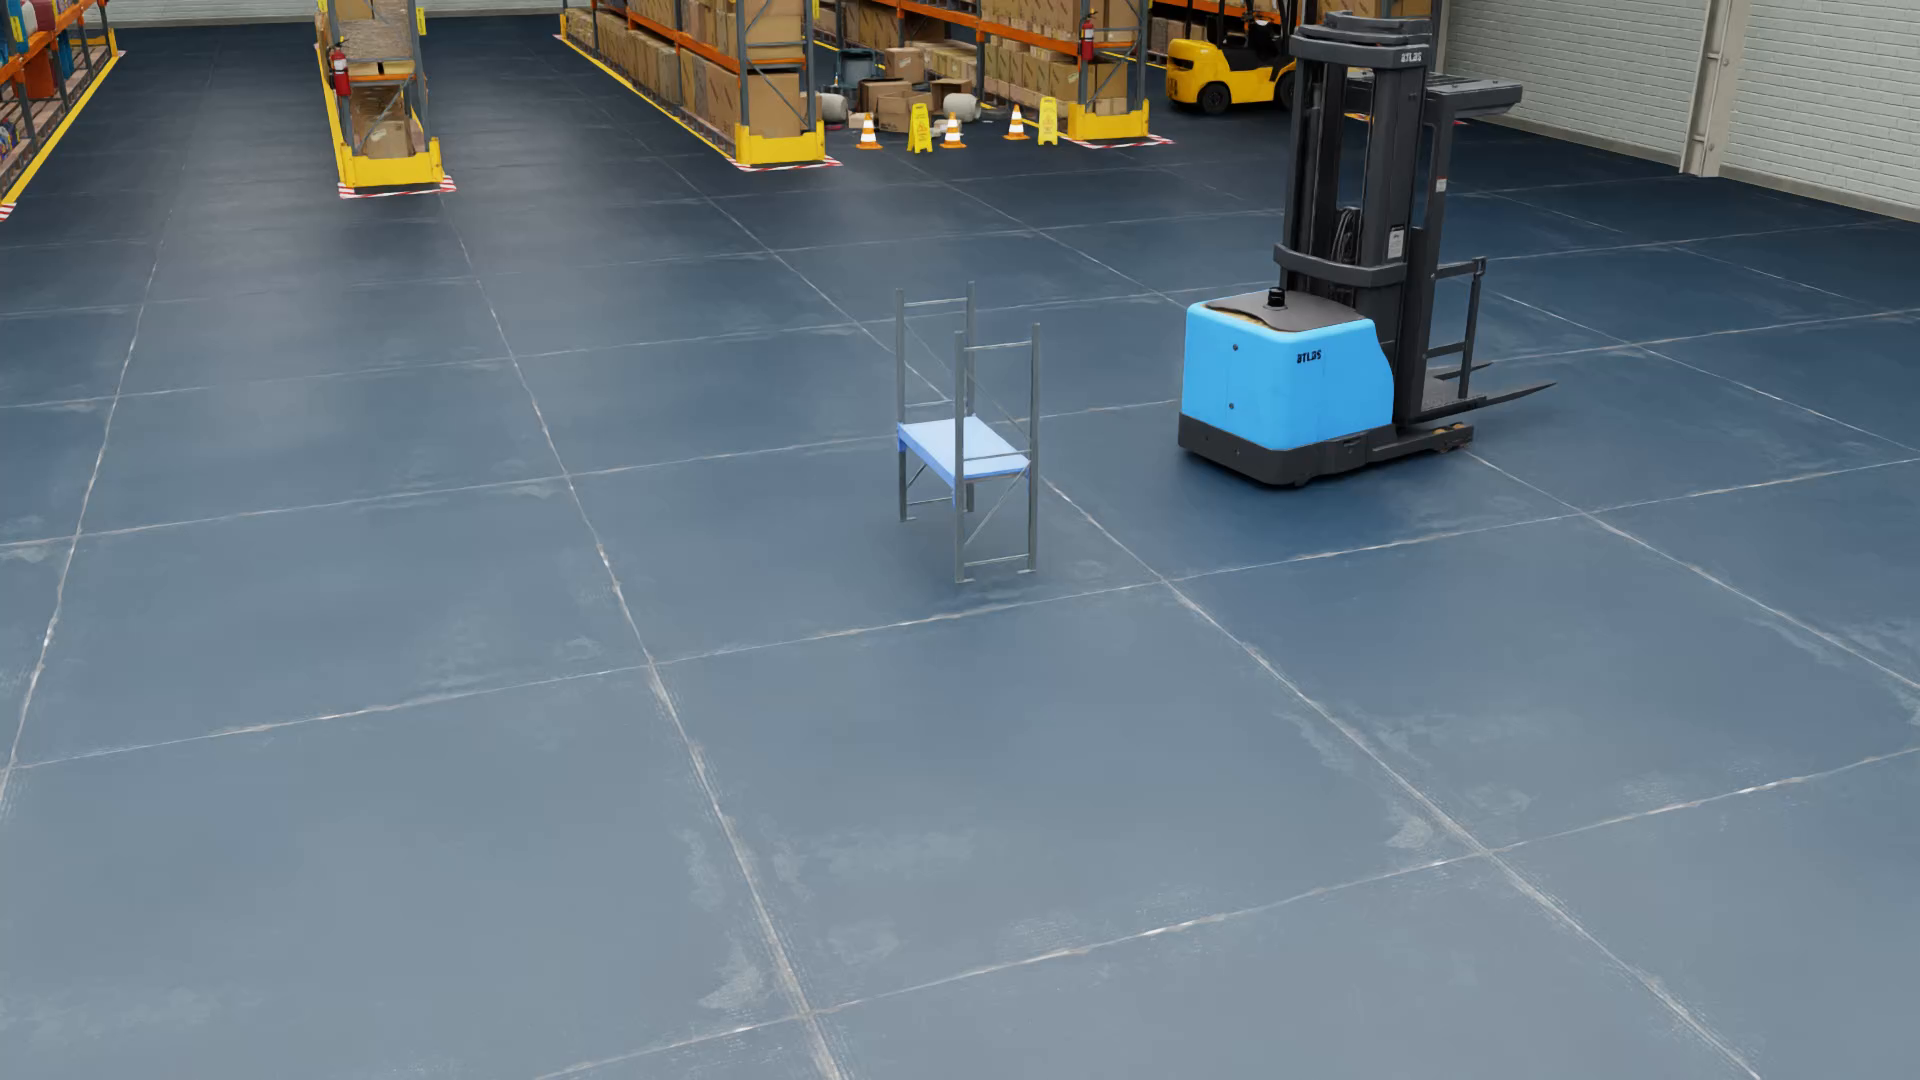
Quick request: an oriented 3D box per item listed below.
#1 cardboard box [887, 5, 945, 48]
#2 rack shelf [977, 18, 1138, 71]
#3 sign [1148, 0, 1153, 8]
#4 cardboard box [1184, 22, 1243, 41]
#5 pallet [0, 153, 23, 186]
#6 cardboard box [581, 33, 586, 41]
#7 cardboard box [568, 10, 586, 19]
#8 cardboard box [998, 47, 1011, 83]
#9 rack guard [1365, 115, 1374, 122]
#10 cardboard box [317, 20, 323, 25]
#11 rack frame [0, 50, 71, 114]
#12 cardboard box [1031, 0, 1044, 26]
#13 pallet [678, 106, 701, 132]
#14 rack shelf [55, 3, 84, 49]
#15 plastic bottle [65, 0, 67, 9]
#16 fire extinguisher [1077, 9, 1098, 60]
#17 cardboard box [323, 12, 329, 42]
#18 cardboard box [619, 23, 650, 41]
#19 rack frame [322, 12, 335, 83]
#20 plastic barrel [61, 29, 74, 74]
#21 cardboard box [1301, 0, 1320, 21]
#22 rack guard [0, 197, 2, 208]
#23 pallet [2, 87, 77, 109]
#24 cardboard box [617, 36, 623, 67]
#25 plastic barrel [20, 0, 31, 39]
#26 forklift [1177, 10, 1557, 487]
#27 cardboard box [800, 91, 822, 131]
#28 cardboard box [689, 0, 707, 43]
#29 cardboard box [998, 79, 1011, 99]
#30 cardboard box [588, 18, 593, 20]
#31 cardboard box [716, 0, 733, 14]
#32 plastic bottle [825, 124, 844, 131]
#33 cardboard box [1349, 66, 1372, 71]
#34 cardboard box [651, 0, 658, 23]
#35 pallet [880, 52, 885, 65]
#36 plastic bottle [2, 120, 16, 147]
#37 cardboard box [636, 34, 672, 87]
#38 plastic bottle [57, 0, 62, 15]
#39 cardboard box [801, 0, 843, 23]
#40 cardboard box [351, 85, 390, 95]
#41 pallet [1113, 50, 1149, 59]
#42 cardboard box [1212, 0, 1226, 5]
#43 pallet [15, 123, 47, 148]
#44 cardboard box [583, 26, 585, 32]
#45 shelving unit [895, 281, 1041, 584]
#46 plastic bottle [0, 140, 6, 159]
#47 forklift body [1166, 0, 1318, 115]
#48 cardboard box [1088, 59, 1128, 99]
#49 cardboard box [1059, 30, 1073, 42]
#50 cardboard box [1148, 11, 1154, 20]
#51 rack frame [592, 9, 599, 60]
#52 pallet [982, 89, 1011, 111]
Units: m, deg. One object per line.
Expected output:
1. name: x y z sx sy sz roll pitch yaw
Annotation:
1. cardboard box: -0.817 -9.607 31.376 0.875 0.875 0.875 -9 24 -19
2. rack shelf: 1.469 -7.618 25.390 1.077 0.370 4.000 -8 24 -19
3. sign: 2.683 -7.697 23.534 0.100 0.325 0.005 -8 24 -19
4. cardboard box: 4.676 -9.202 30.738 0.875 0.625 0.625 -9 25 -21
5. pallet: -12.509 -4.659 21.031 1.003 0.211 1.213 -8 24 -19
6. cardboard box: -7.482 -10.219 33.764 0.380 0.149 0.250 -8 24 -19
7. cardboard box: -8.025 -11.045 34.957 0.380 0.149 0.250 -8 24 -19
8. cardboard box: 0.919 -7.504 26.227 0.500 0.500 0.500 -7 24 -17
9. rack guard: 6.827 -6.745 25.609 1.175 0.500 0.348 -8 24 -19
10. cardboard box: -10.453 -8.563 28.900 1.225 0.875 0.875 -8 24 -19
11. rack frame: -14.555 -8.091 25.584 1.000 3.000 0.127 -8 24 -19
12. cardboard box: 1.380 -7.931 24.692 0.500 0.500 0.500 -8 24 -19
13. pallet: -3.637 -6.389 25.136 1.003 0.211 1.213 -8 24 -19
14. rack shelf: -15.261 -8.486 27.448 1.077 0.370 4.000 -8 24 -19
15. plastic bottle: -15.337 -9.232 28.356 0.144 0.351 0.185 -8 24 -19
16. fire extinguisher: 1.785 -7.083 23.292 0.296 0.674 0.183 -8 24 -19
17. cardboard box: -8.263 -7.142 22.820 0.875 0.500 0.500 -8 24 -19
18. cardboard box: -5.732 -9.014 29.486 0.500 0.250 0.500 -9 24 -20
19. rack frame: -9.921 -8.770 27.196 1.000 3.000 0.127 -8 24 -19
20. plastic barrel: -15.792 -8.571 28.884 0.600 0.901 0.708 -8 24 -19
21. cardboard box: 5.855 -8.652 26.786 0.500 0.500 0.500 -8 24 -19
22. rack guard: -11.800 -4.053 19.223 1.175 0.500 0.348 -8 24 -19
23. pallet: -14.872 -7.087 26.792 1.003 0.211 1.213 -8 24 -19
24. cardboard box: -5.902 -8.848 30.059 0.500 0.500 0.500 -7 24 -17
25. plastic barrel: -13.687 -7.501 24.011 0.433 0.535 0.433 0 23 0
26. forklift: 3.040 -2.121 11.509 3.031 2.935 1.130 -14 27 -30
27. cardboard box: -2.324 -6.387 24.756 0.500 0.500 0.500 -4 23 -10
28. cardboard box: -3.395 -7.488 23.962 0.875 0.550 0.550 -8 24 -19
29. cardboard box: 0.918 -7.159 26.373 0.500 0.250 0.500 -7 24 -16
30. cardboard box: -7.268 -10.397 33.419 0.380 0.149 0.250 -8 24 -17
31. cardboard box: -2.795 -7.401 22.365 0.875 0.550 0.550 -8 24 -19
32. plastic bottle: -1.865 -6.148 24.757 0.283 0.061 0.133 -18 29 -37
33. cardboard box: 6.364 -7.417 25.698 0.500 0.250 0.500 -8 24 -17
34. cardboard box: -4.624 -8.527 26.490 0.500 0.500 0.500 -8 24 -18
35. pallet: -0.858 -9.142 31.668 1.003 0.211 1.213 -8 24 -19
36. plastic bottle: -12.577 -5.355 21.938 0.144 0.351 0.185 -10 25 -22
37. cardboard box: -4.802 -8.020 27.772 1.050 0.750 0.750 -8 24 -18
38. plastic bottle: -14.965 -8.865 27.570 0.061 0.283 0.133 -8 24 -19
39. cardboard box: -3.150 -11.824 37.199 0.875 0.438 0.875 -9 25 -21
40. cardboard box: -8.404 -6.208 23.794 0.500 0.500 0.500 -9 25 -21
41. pallet: 3.764 -9.804 33.239 1.003 0.211 1.213 -8 24 -19
42. cardboard box: 4.800 -9.619 29.403 0.500 0.250 0.500 -8 24 -19
43. pallet: -13.456 -5.632 23.342 1.003 0.211 1.213 -8 24 -19
44. cardboard box: -7.466 -10.441 33.908 0.380 0.149 0.250 -10 25 -21
45. shelving unit: 0.030 -0.660 9.885 0.538 1.500 1.048 -8 24 -19
46. plastic bottle: -12.234 -4.992 21.178 0.097 0.271 0.097 0 23 0
47. forklift body: 4.442 -7.953 26.350 2.313 2.155 1.214 -8 24 -19
48. cardboard box: 2.141 -6.835 24.638 0.500 0.500 0.500 -9 25 -21
49. cardboard box: 1.650 -7.291 24.009 0.380 0.149 0.250 -9 24 -20
50. cardboard box: 3.581 -10.298 32.663 0.380 0.149 0.250 -10 25 -22
51. rack frame: -6.659 -10.868 32.172 1.000 3.000 0.127 -8 24 -19
52. pallet: 1.033 -7.152 26.948 1.003 0.211 1.213 -8 24 -19
